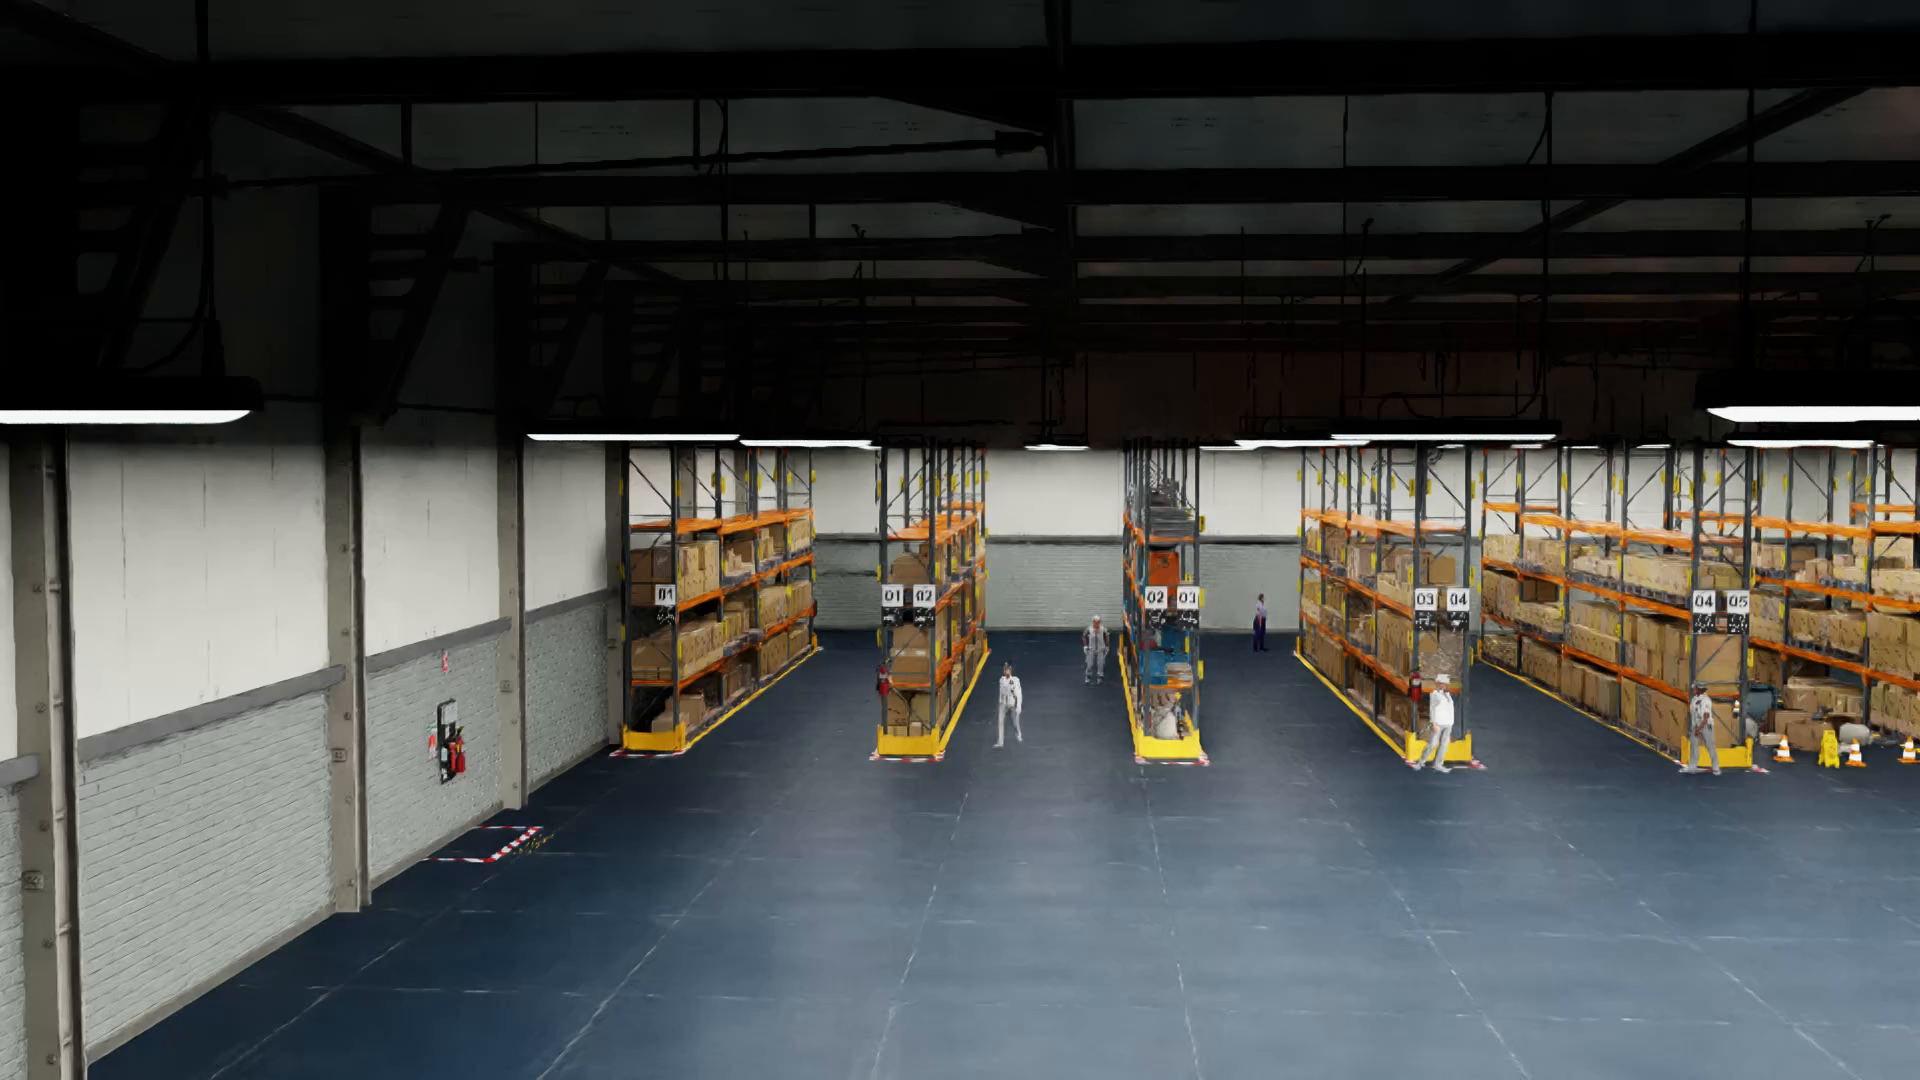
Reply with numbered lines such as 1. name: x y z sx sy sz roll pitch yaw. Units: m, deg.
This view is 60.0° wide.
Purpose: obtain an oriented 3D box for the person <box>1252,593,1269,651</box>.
1. person: 8.593 2.344 47.592 0.405 1.652 0.590 1 3 22

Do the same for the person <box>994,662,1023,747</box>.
1. person: 0.977 3.170 32.257 0.501 1.637 0.909 1 3 20

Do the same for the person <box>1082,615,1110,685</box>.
1. person: 3.325 2.686 40.670 0.677 1.741 0.552 0 3 3

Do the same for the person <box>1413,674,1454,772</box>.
1. person: 8.441 3.260 29.606 0.722 1.760 0.519 -2 4 -39

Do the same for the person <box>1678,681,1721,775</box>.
1. person: 13.104 3.315 29.362 0.624 1.645 0.557 -1 3 -15
